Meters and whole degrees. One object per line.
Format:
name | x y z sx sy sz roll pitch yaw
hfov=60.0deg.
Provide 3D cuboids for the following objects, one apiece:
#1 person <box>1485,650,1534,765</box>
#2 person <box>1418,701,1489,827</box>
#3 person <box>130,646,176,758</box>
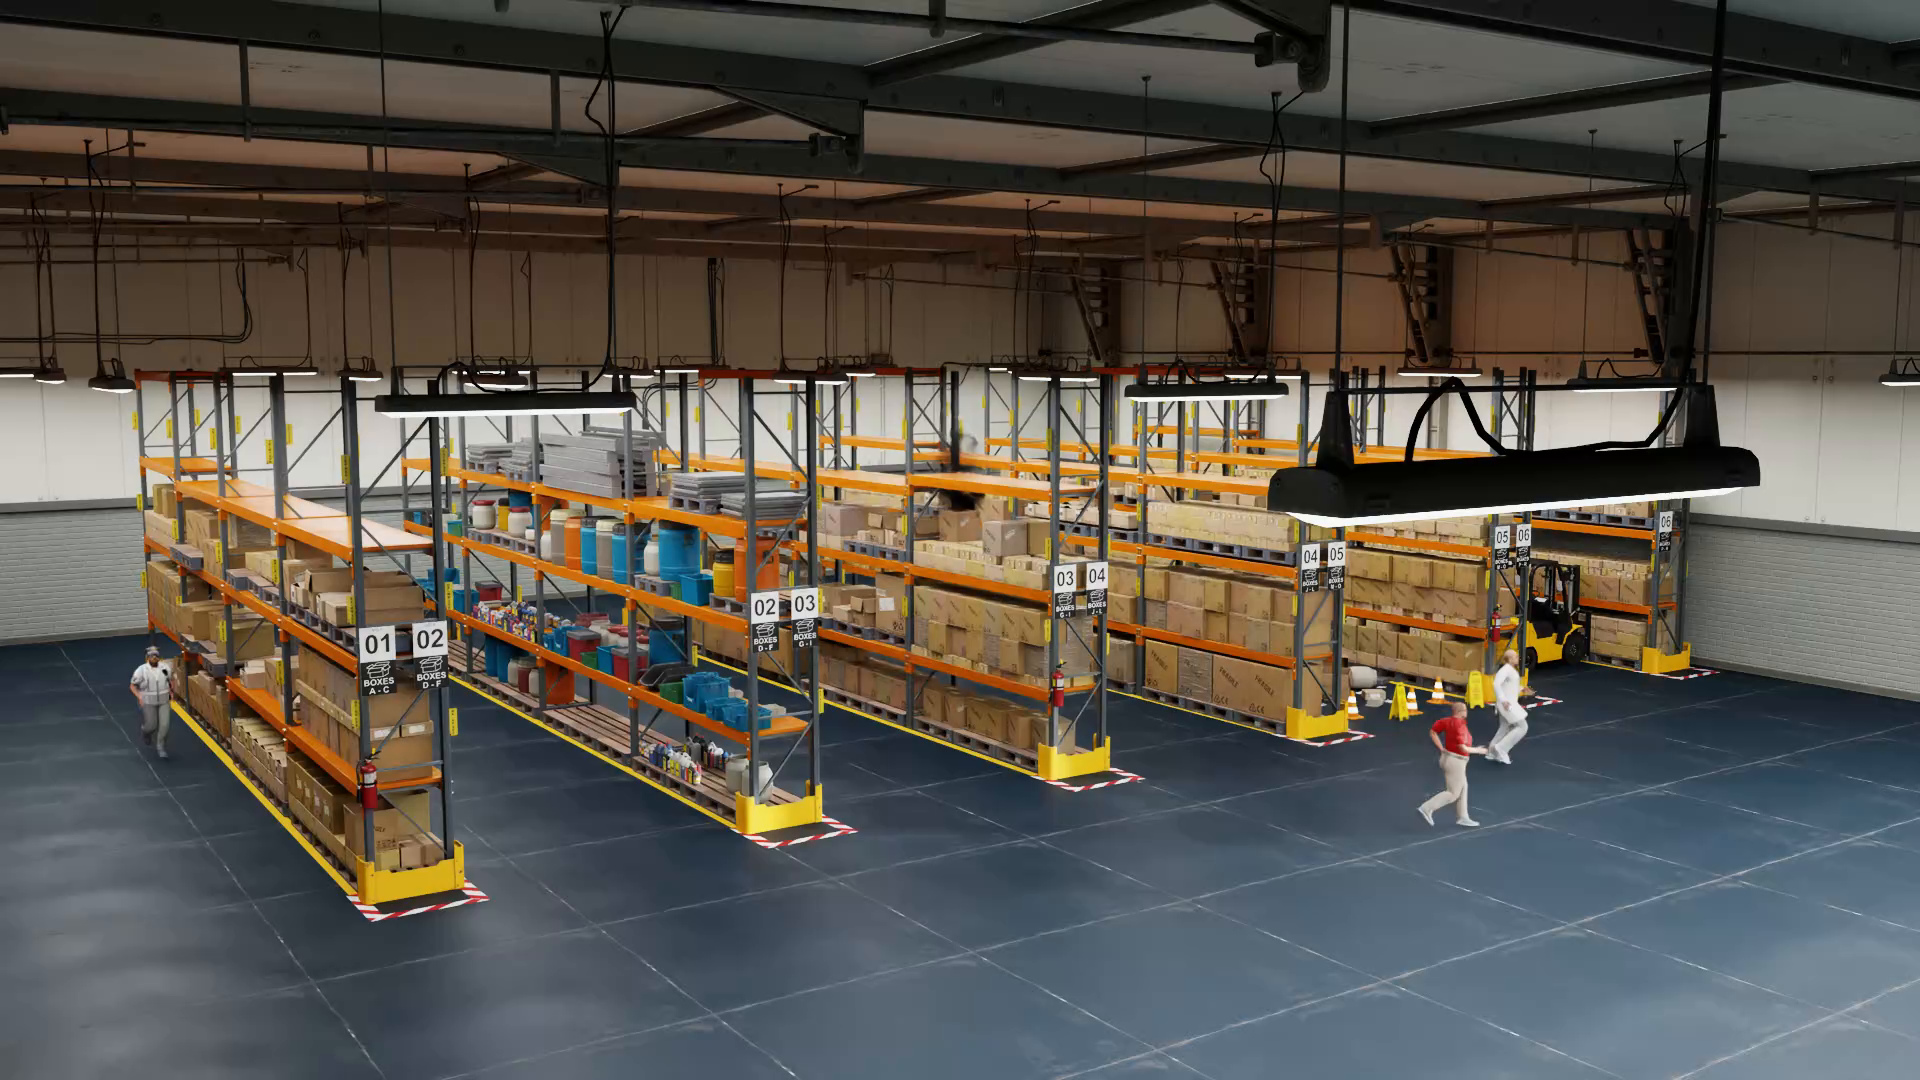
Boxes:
person | 8.501 2.573 25.674 0.714 1.755 0.709 1 7 11
person | 6.499 2.993 22.072 0.943 1.719 0.647 -1 7 -10
person | -12.661 2.525 26.160 0.672 1.748 0.679 -5 8 -40
